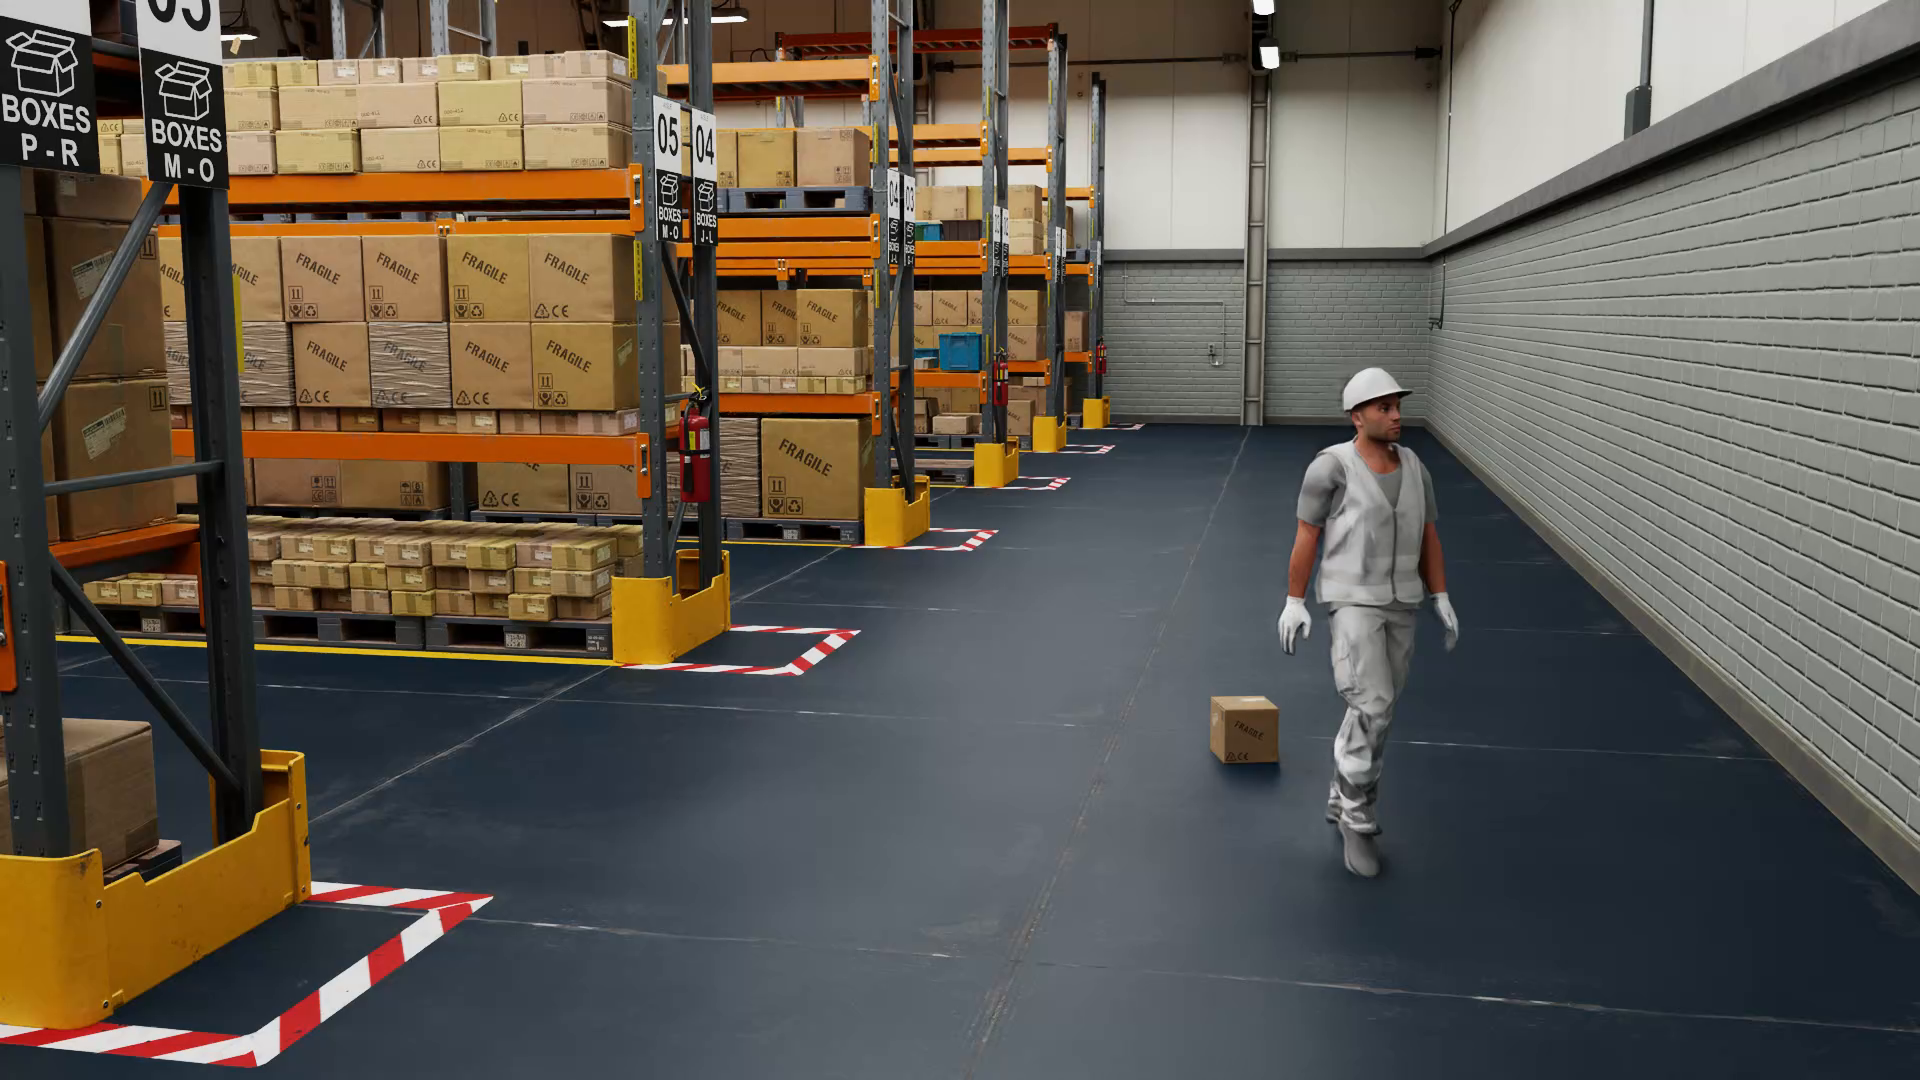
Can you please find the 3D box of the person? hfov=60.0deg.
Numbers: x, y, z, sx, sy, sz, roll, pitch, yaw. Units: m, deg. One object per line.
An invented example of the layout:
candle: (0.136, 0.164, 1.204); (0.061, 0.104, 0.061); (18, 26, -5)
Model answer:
person: (1.512, 0.289, 6.147); (0.594, 1.842, 0.543); (-4, 9, -24)
